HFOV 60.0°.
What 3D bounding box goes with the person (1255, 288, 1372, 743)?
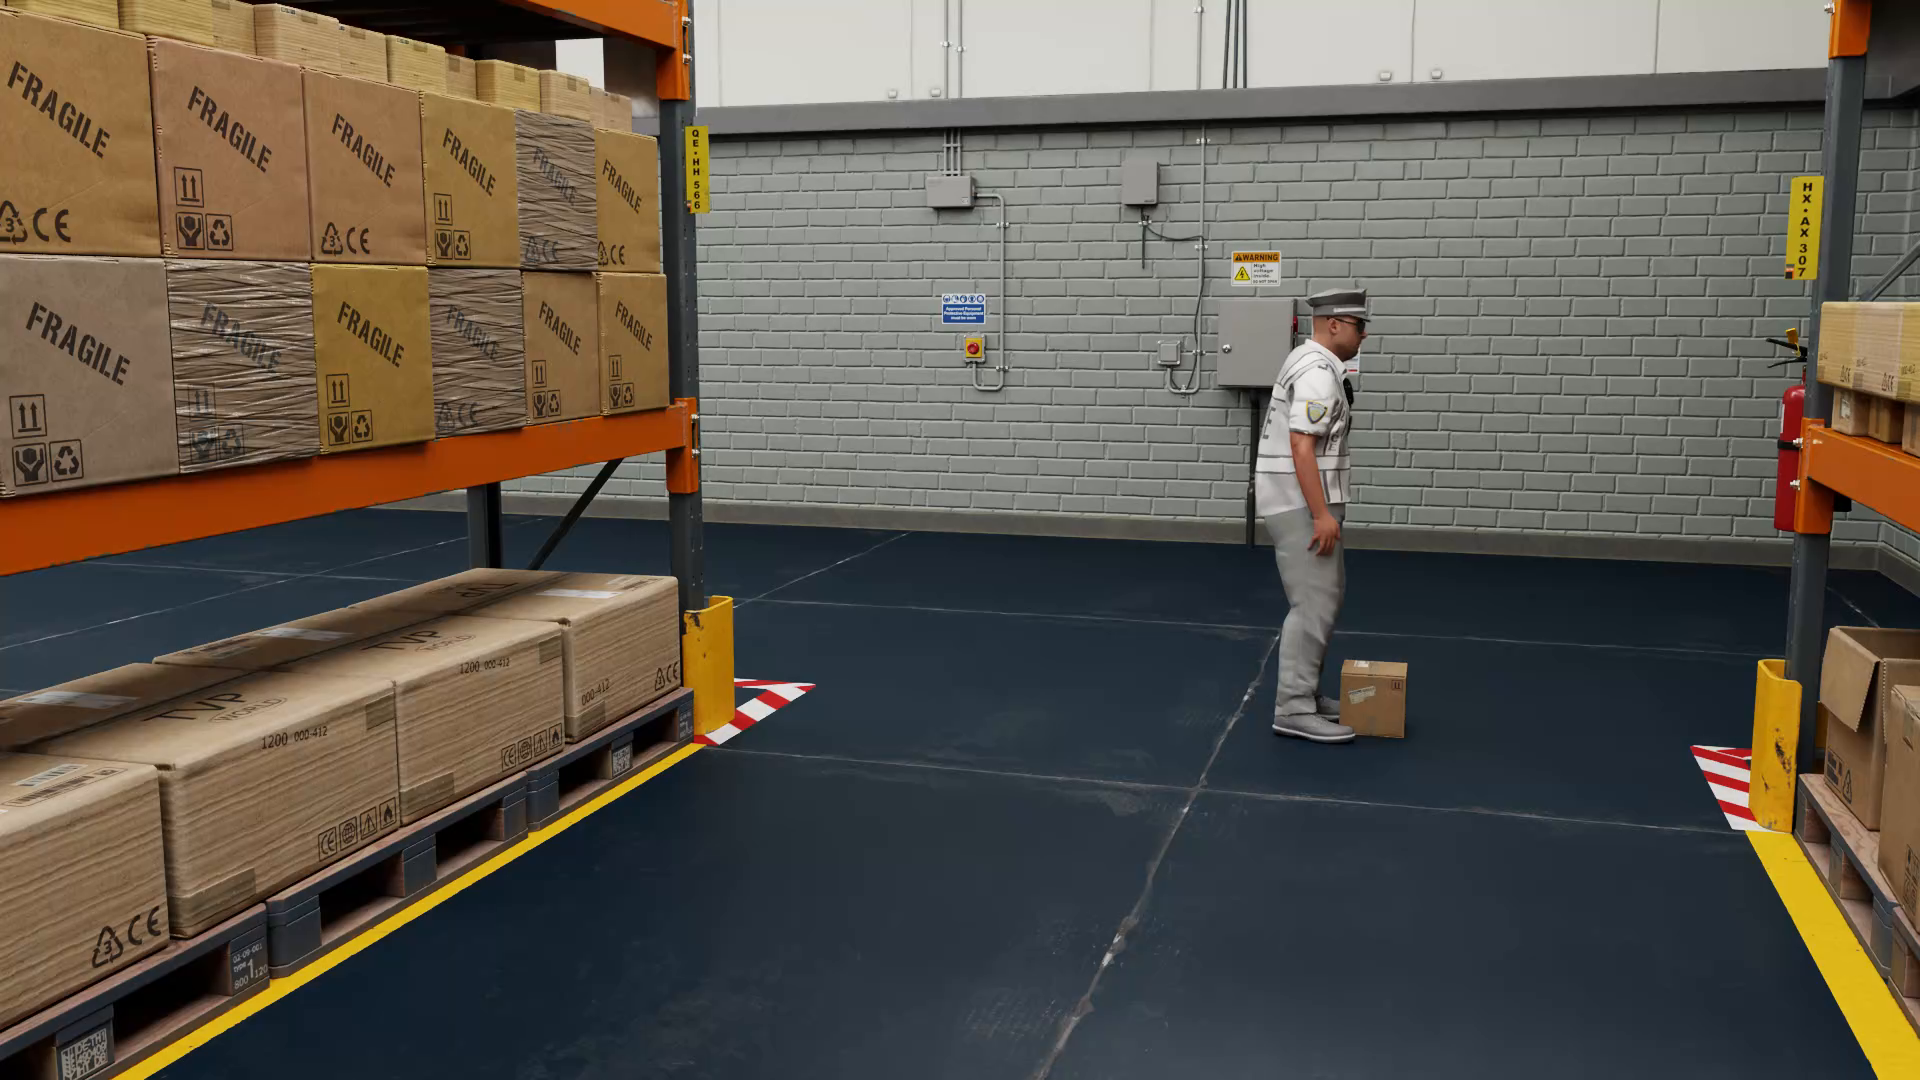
[{"bbox_3d":[1.397,-0.119,6.625,0.437,1.748,0.597,2,9,14],"label":"person"}]
